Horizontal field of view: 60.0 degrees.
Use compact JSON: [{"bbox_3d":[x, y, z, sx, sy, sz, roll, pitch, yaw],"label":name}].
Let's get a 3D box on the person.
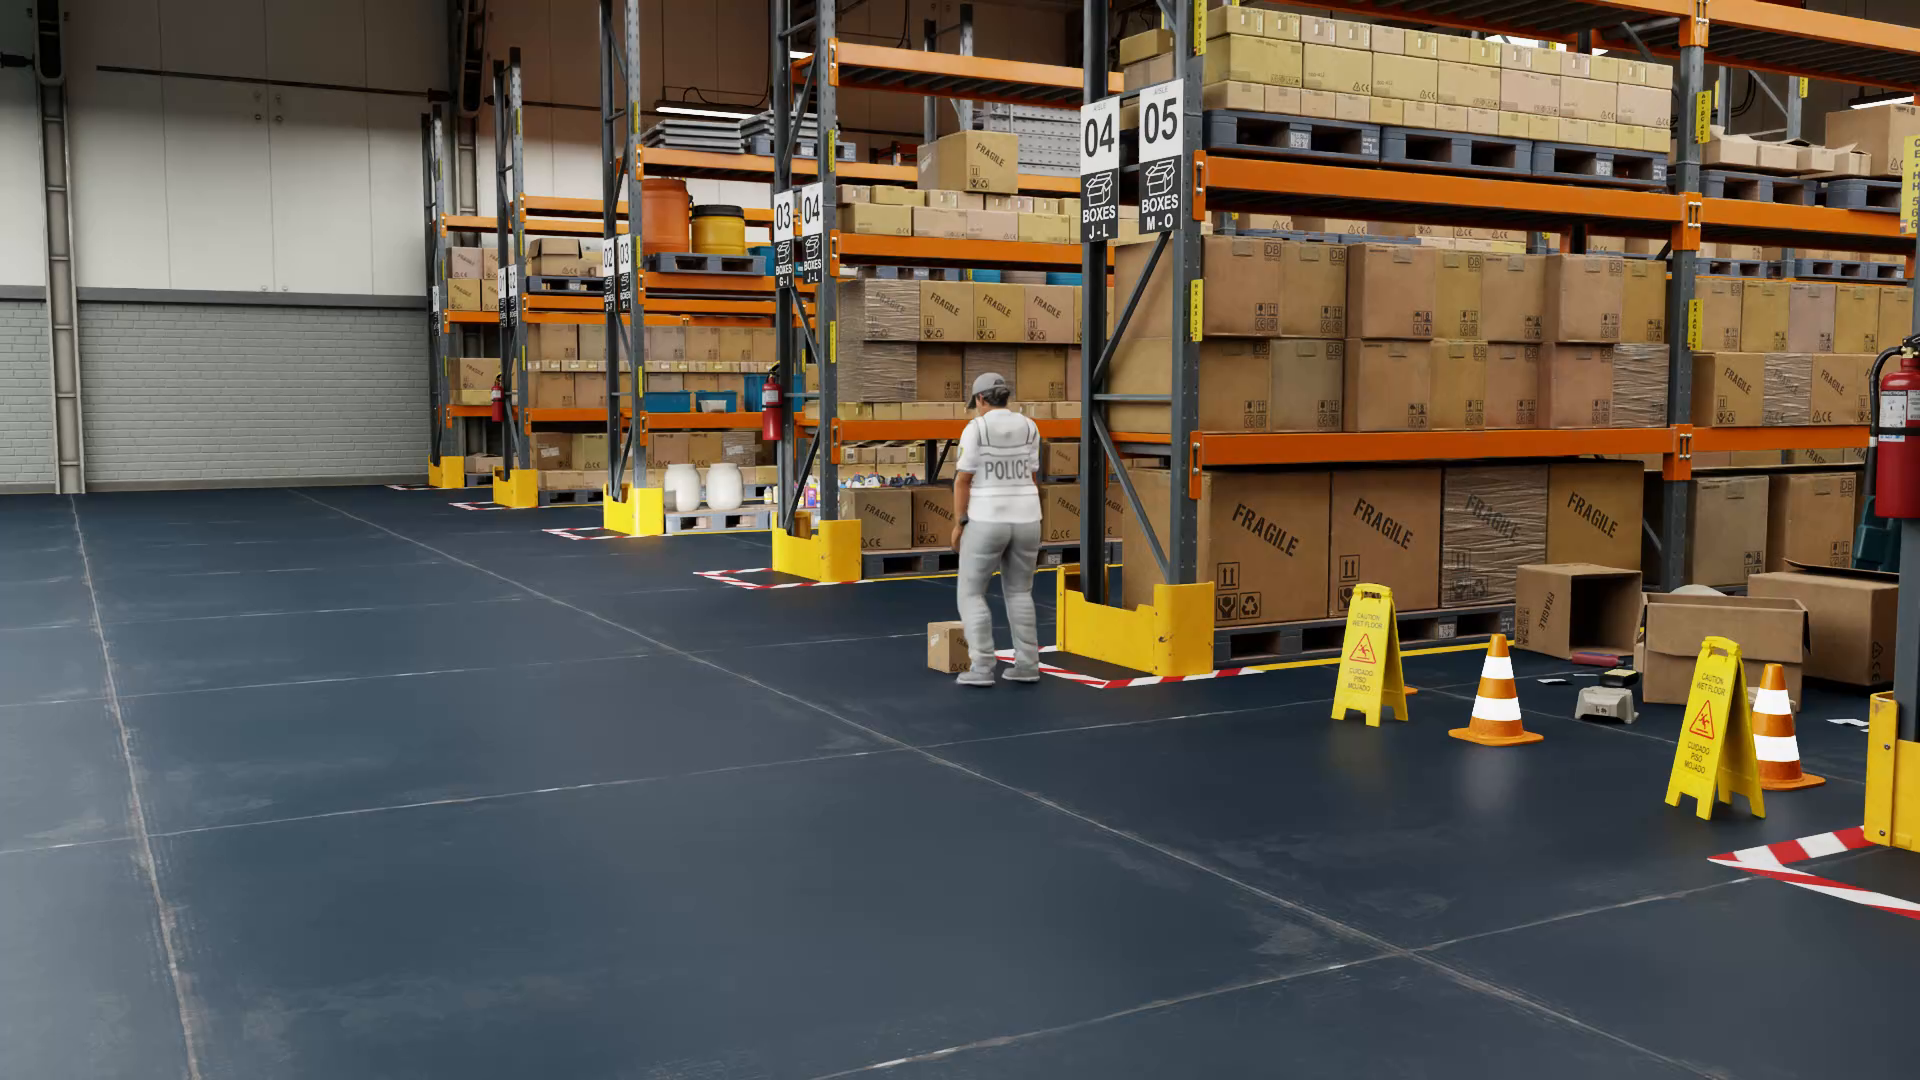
[{"bbox_3d":[0.181,-0.050,8.771,0.486,1.638,0.440,-3,6,-26],"label":"person"}]
